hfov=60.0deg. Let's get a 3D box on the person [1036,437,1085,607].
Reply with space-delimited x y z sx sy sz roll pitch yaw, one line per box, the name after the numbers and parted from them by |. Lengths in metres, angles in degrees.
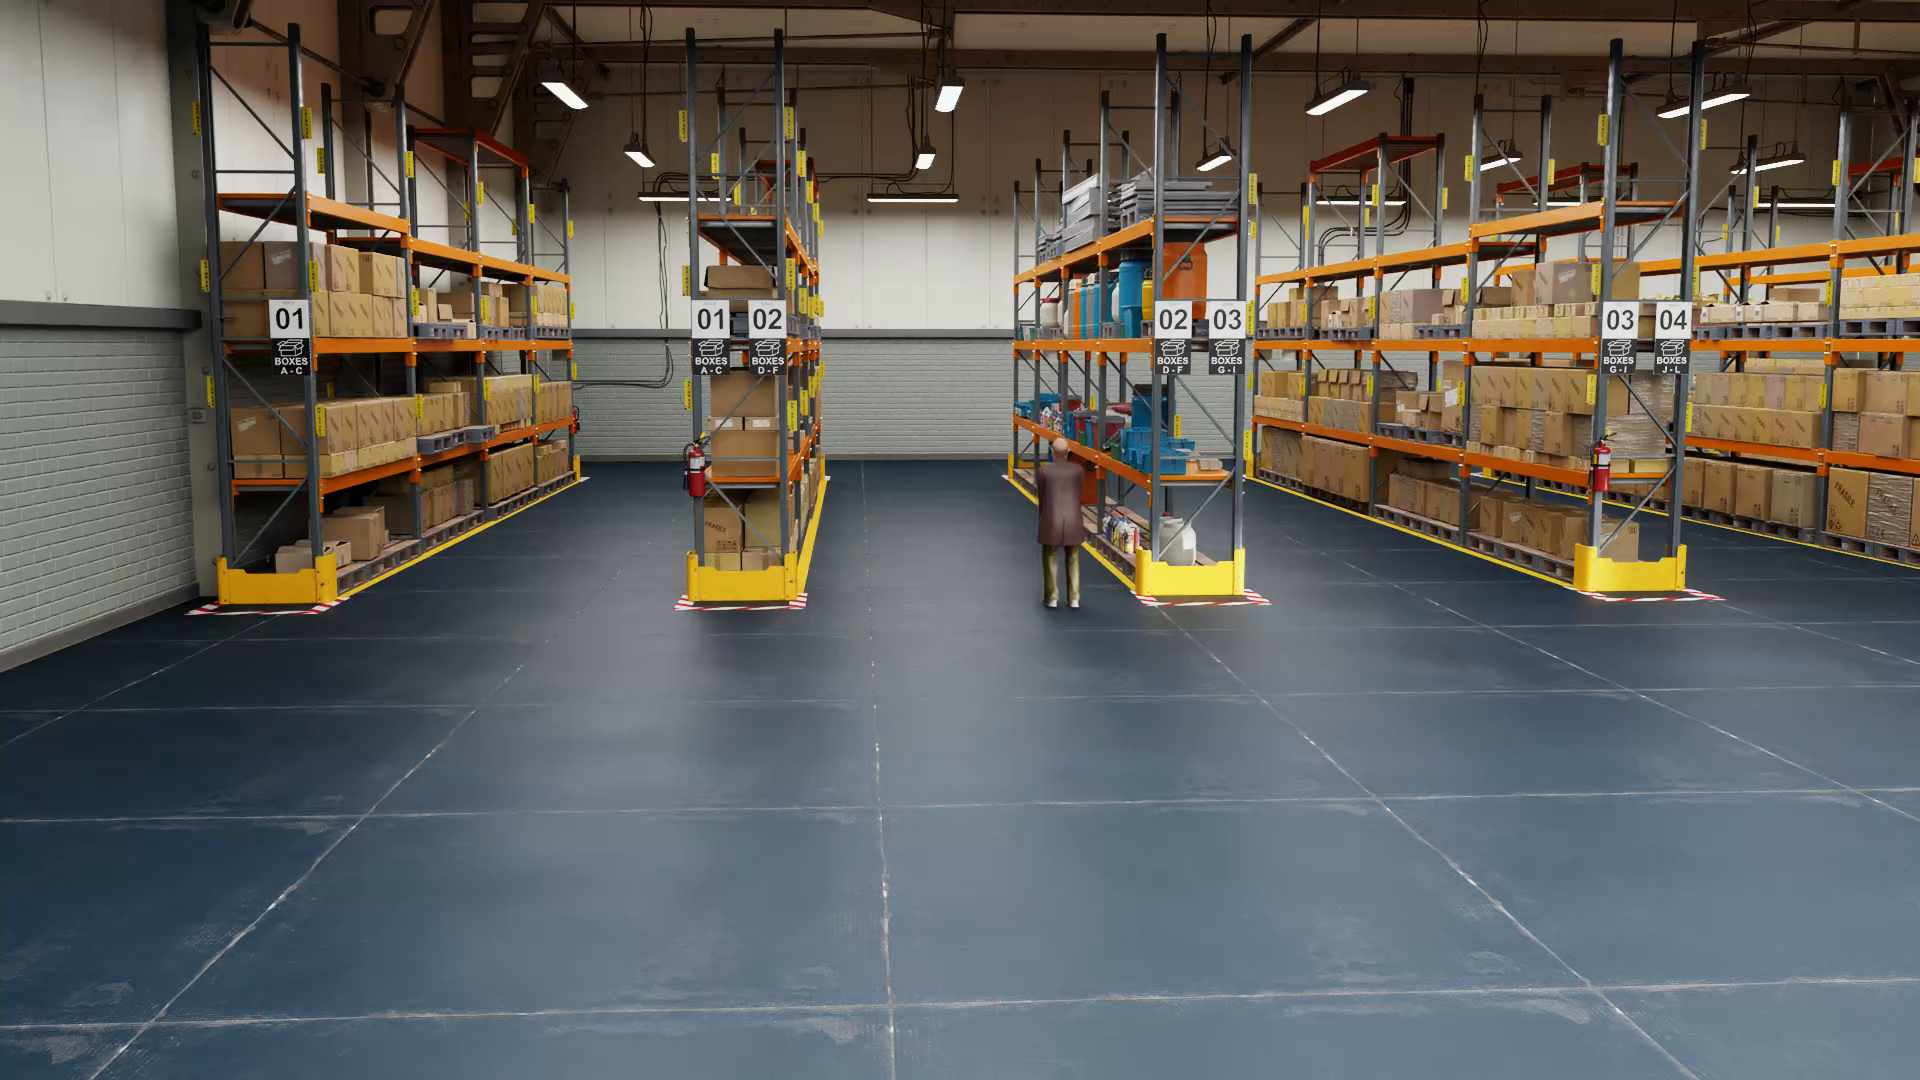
1.043 -0.193 17.451 0.527 1.780 0.559 -1 7 -5 | person
